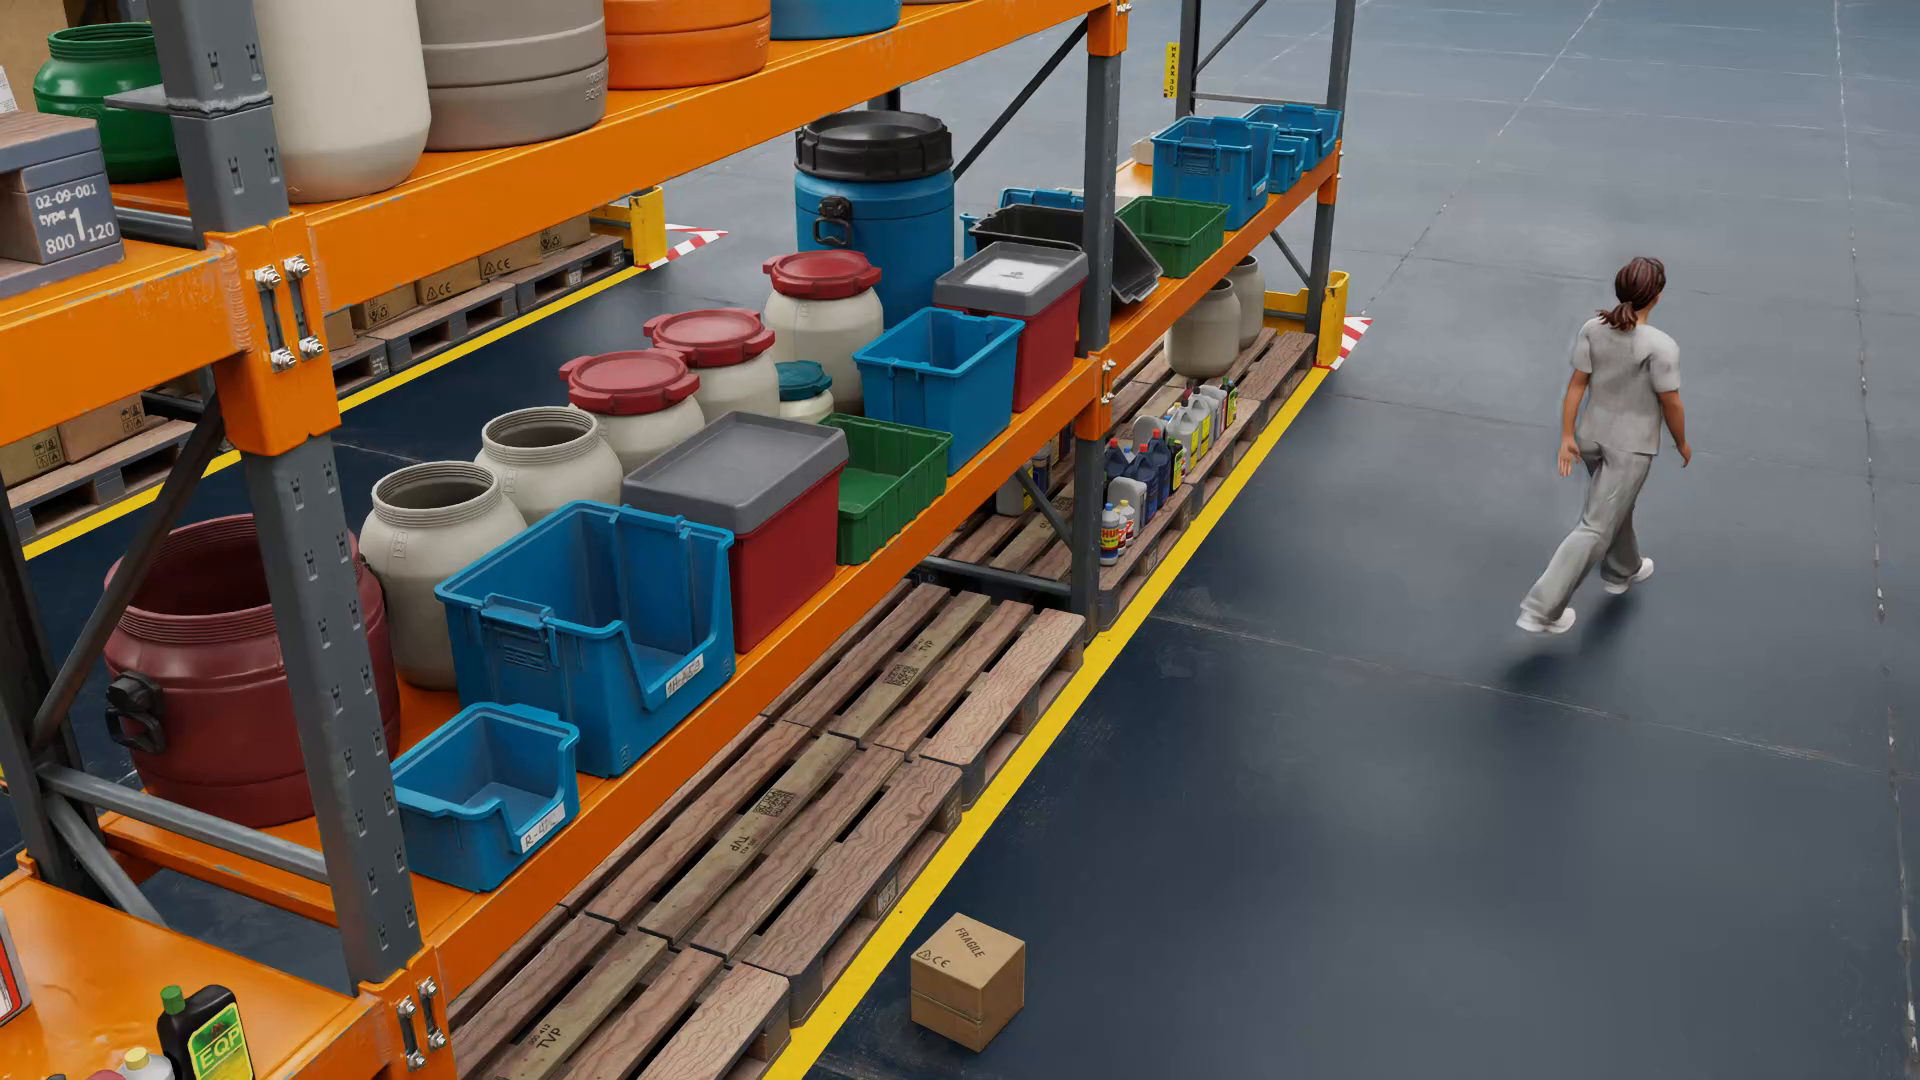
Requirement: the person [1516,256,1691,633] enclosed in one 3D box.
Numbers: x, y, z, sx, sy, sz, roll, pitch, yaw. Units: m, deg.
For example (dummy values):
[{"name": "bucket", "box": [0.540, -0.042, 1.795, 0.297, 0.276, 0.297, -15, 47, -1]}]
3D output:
[{"name": "person", "box": [2.771, -0.407, 6.947, 1.025, 1.617, 0.446, -15, 30, -28]}]
